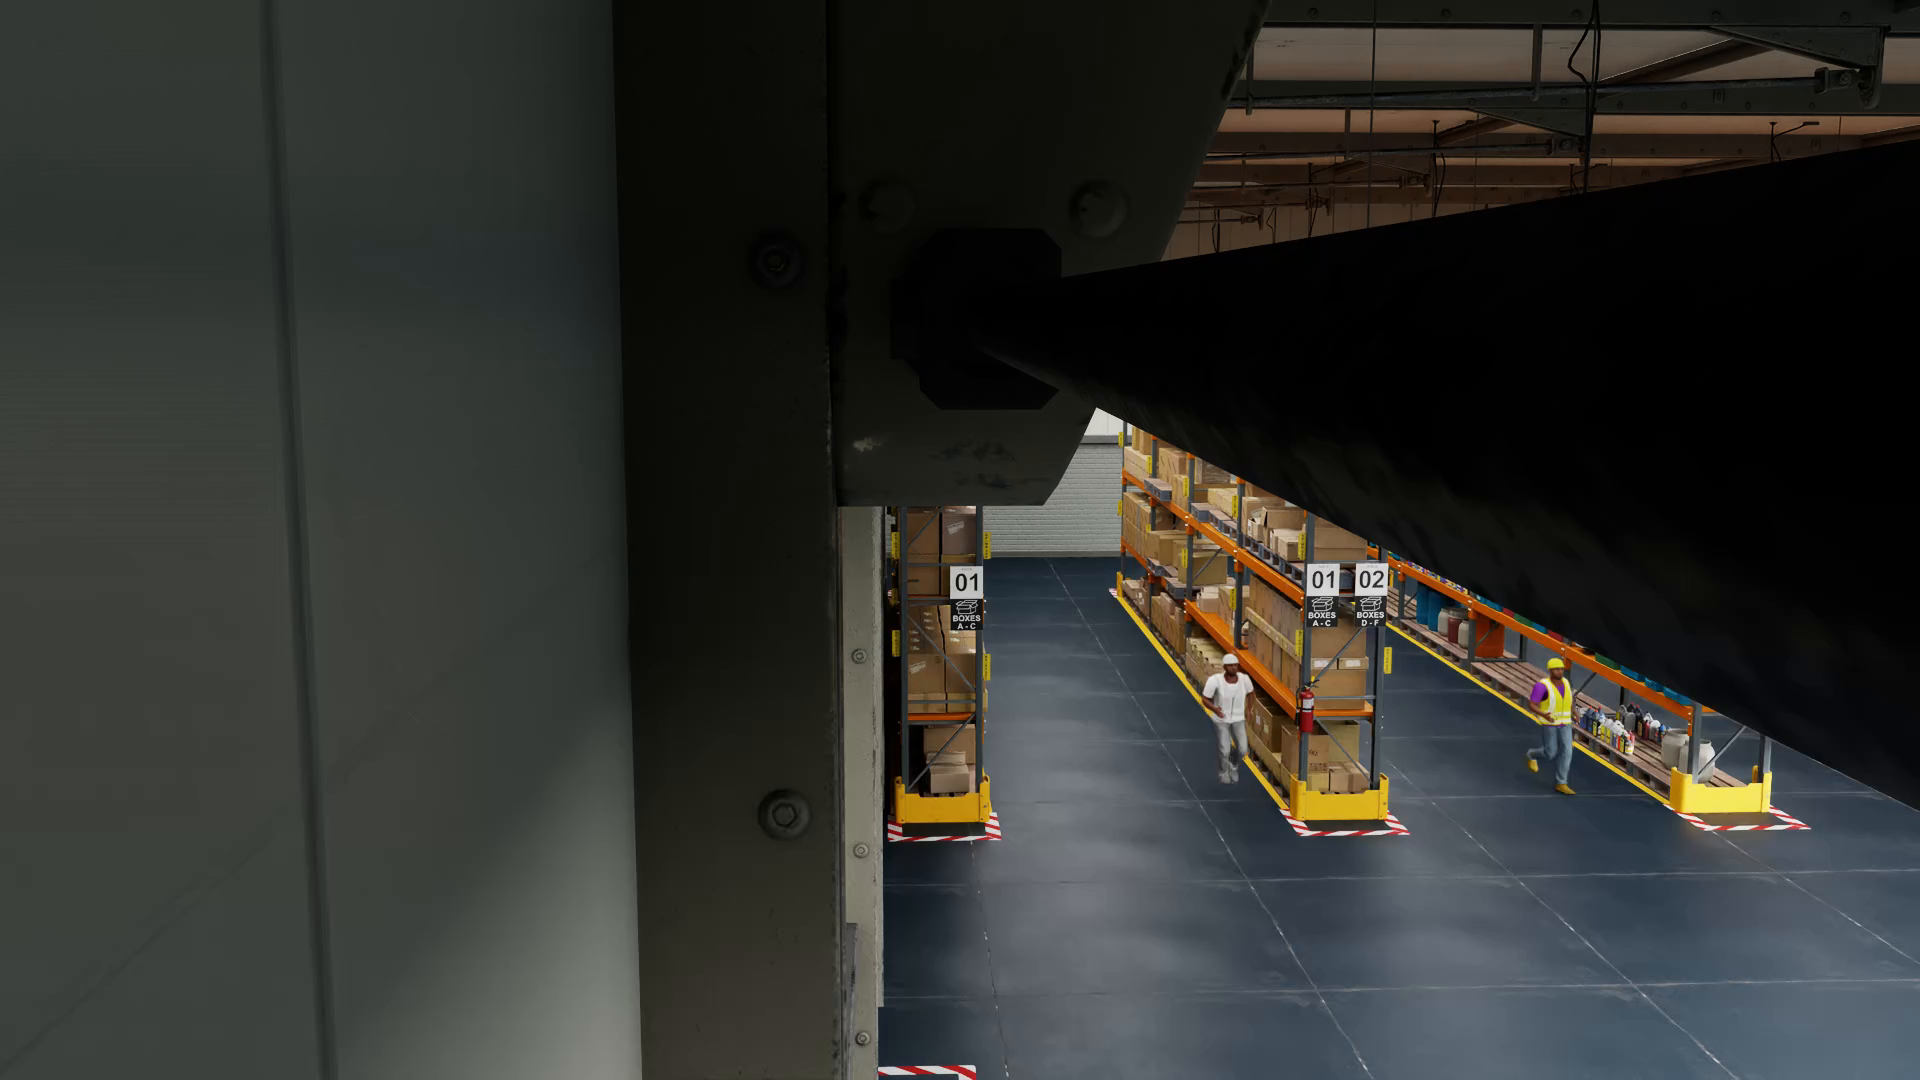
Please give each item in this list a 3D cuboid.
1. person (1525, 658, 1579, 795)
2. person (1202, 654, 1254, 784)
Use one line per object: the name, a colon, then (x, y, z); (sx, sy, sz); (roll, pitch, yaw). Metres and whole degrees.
person: (7.838, 2.412, 21.904); (0.713, 1.736, 0.897); (-2, 8, -14)
person: (3.409, 2.272, 20.964); (0.716, 1.710, 0.614); (-1, 8, -7)
